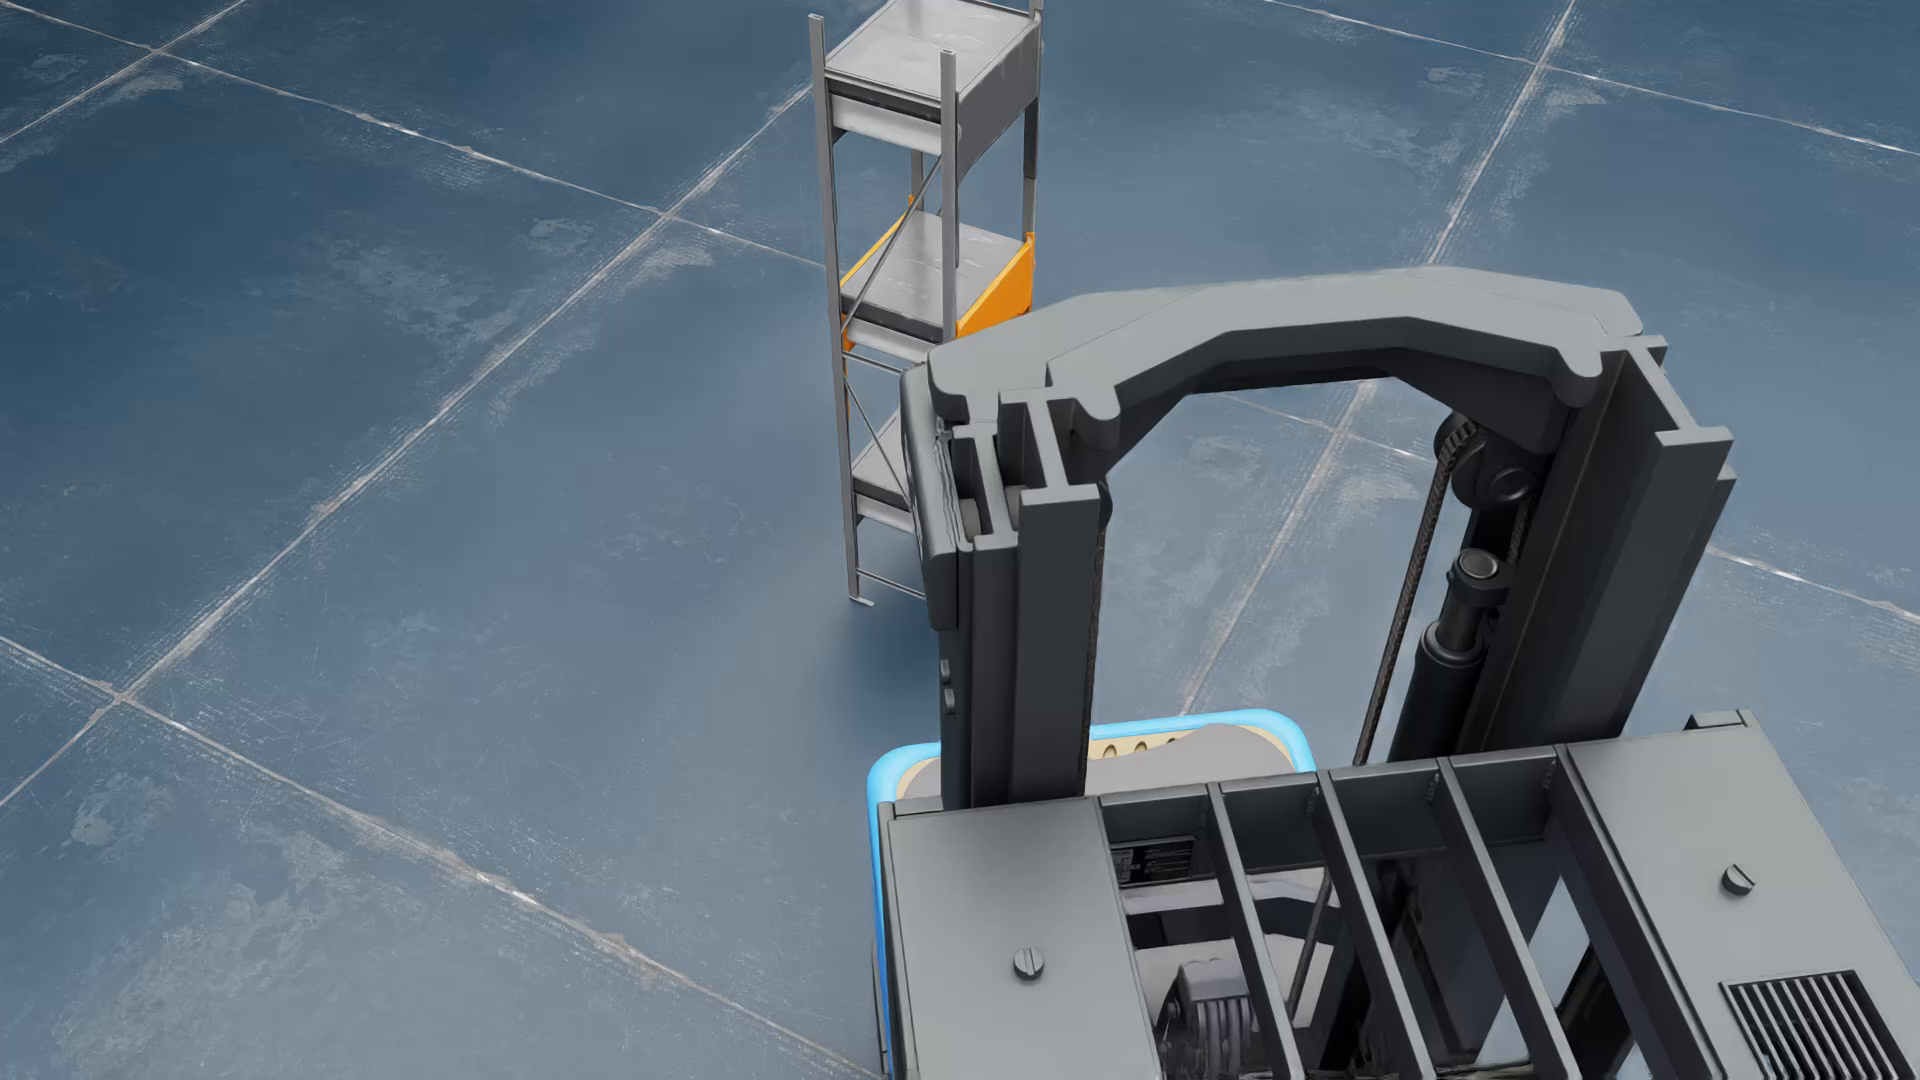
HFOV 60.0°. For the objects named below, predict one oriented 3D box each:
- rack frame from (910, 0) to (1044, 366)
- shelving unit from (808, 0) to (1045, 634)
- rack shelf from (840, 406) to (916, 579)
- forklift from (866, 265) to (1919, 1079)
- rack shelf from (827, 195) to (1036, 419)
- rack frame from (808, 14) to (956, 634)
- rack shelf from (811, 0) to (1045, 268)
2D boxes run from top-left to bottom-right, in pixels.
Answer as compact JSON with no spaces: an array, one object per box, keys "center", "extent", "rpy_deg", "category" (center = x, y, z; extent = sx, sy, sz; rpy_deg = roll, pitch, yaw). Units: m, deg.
[{"center":[0.036,-0.788,5.052],"extent":[0.400,2.100,0.015],"rpy_deg":[20,49,19],"category":"rack frame"},{"center":[-0.077,-0.634,4.900],"extent":[0.431,2.100,0.503],"rpy_deg":[20,49,19],"category":"shelving unit"},{"center":[-0.077,-0.132,5.408],"extent":[0.431,0.518,0.480],"rpy_deg":[20,49,19],"category":"rack shelf"},{"center":[0.479,1.194,2.509],"extent":[1.130,2.935,3.031],"rpy_deg":[-5,46,-5],"category":"forklift"},{"center":[-0.077,-0.624,4.910],"extent":[0.431,0.518,0.480],"rpy_deg":[20,49,19],"category":"rack shelf"},{"center":[-0.190,-0.480,4.748],"extent":[0.400,2.100,0.015],"rpy_deg":[20,49,19],"category":"rack frame"},{"center":[-0.077,-1.116,4.412],"extent":[0.431,0.518,0.480],"rpy_deg":[20,49,19],"category":"rack shelf"}]
